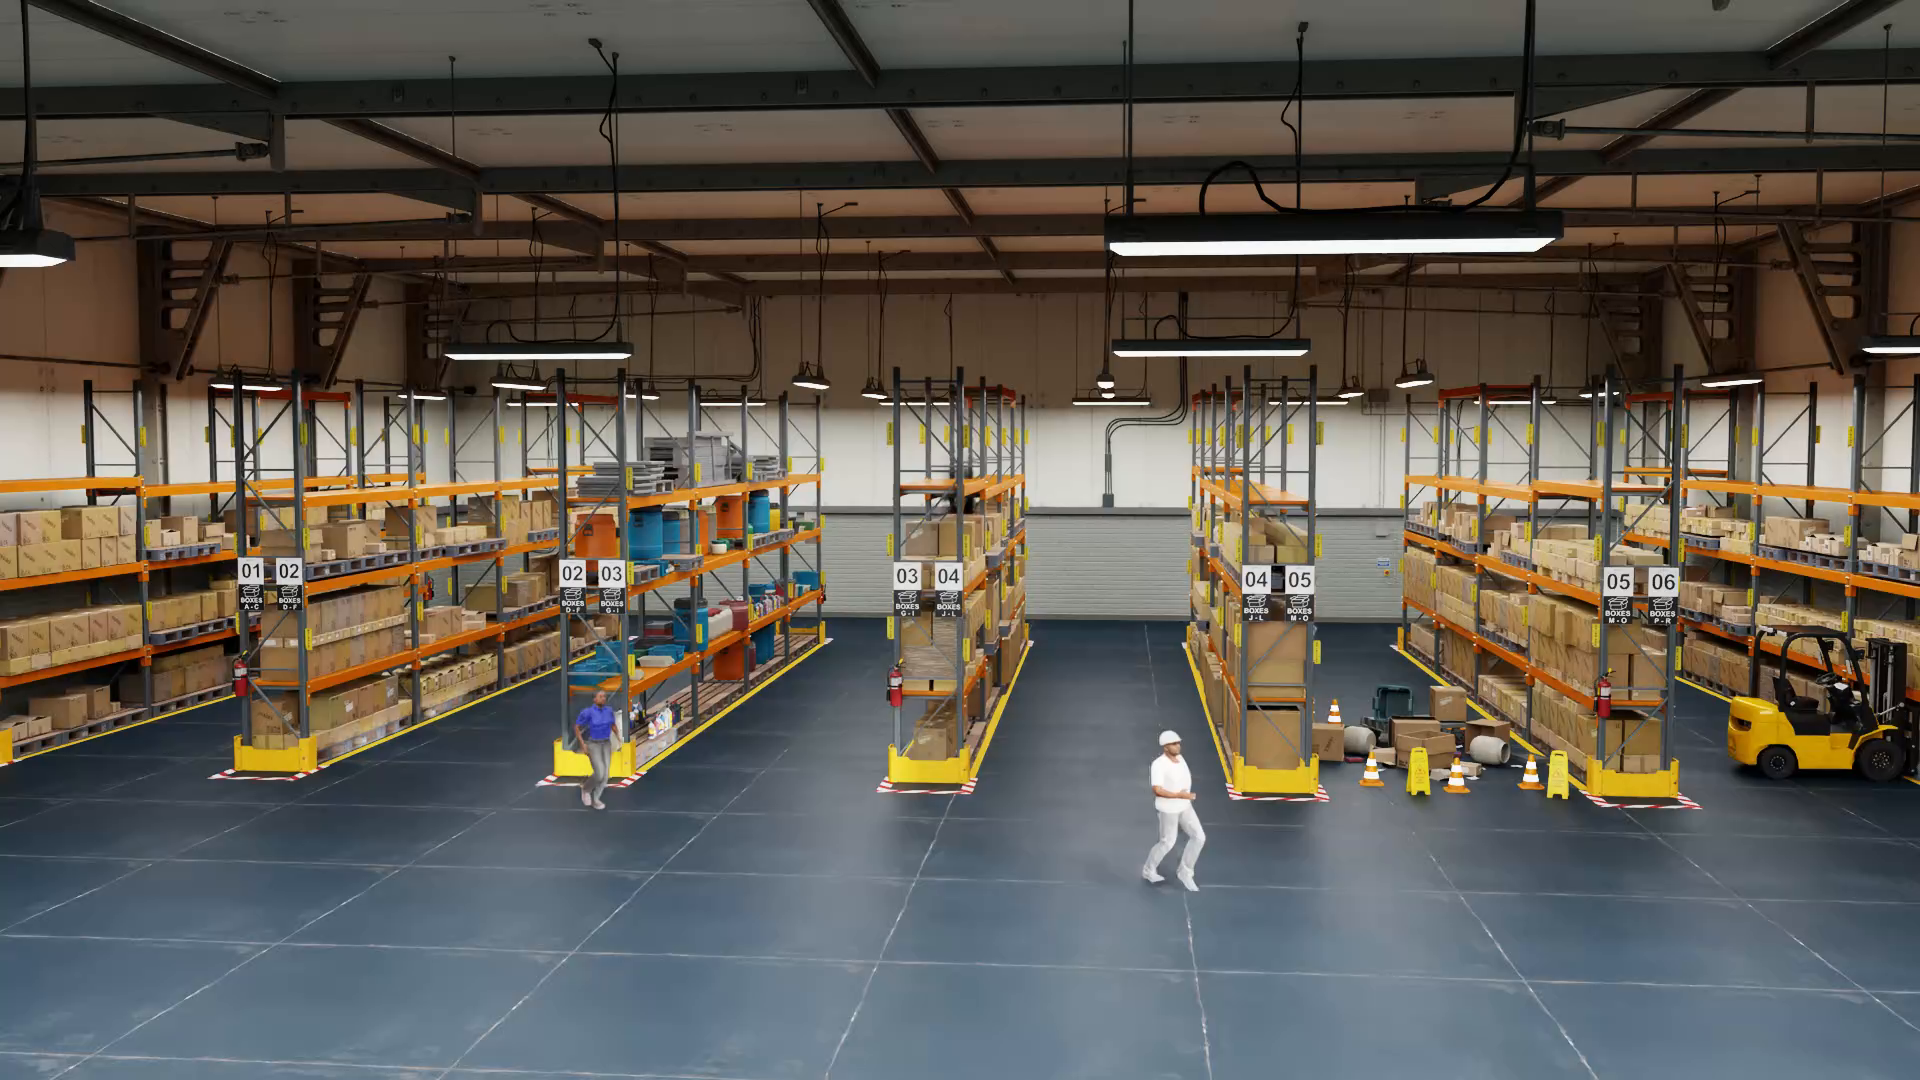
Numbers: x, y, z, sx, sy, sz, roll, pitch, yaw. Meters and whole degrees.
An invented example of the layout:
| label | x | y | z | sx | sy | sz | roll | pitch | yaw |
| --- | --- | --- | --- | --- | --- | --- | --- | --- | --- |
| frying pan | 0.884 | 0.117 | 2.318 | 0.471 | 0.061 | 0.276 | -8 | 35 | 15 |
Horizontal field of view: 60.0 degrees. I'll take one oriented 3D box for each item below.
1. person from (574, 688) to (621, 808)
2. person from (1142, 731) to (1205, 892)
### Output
| label | x | y | z | sx | sy | sz | roll | pitch | yaw |
| --- | --- | --- | --- | --- | --- | --- | --- | --- | --- |
| person | -4.828 | 2.804 | 22.371 | 0.544 | 1.622 | 0.588 | 3 | 5 | 42 |
| person | 2.371 | 2.999 | 18.426 | 0.741 | 1.794 | 0.707 | 3 | 5 | 44 |
